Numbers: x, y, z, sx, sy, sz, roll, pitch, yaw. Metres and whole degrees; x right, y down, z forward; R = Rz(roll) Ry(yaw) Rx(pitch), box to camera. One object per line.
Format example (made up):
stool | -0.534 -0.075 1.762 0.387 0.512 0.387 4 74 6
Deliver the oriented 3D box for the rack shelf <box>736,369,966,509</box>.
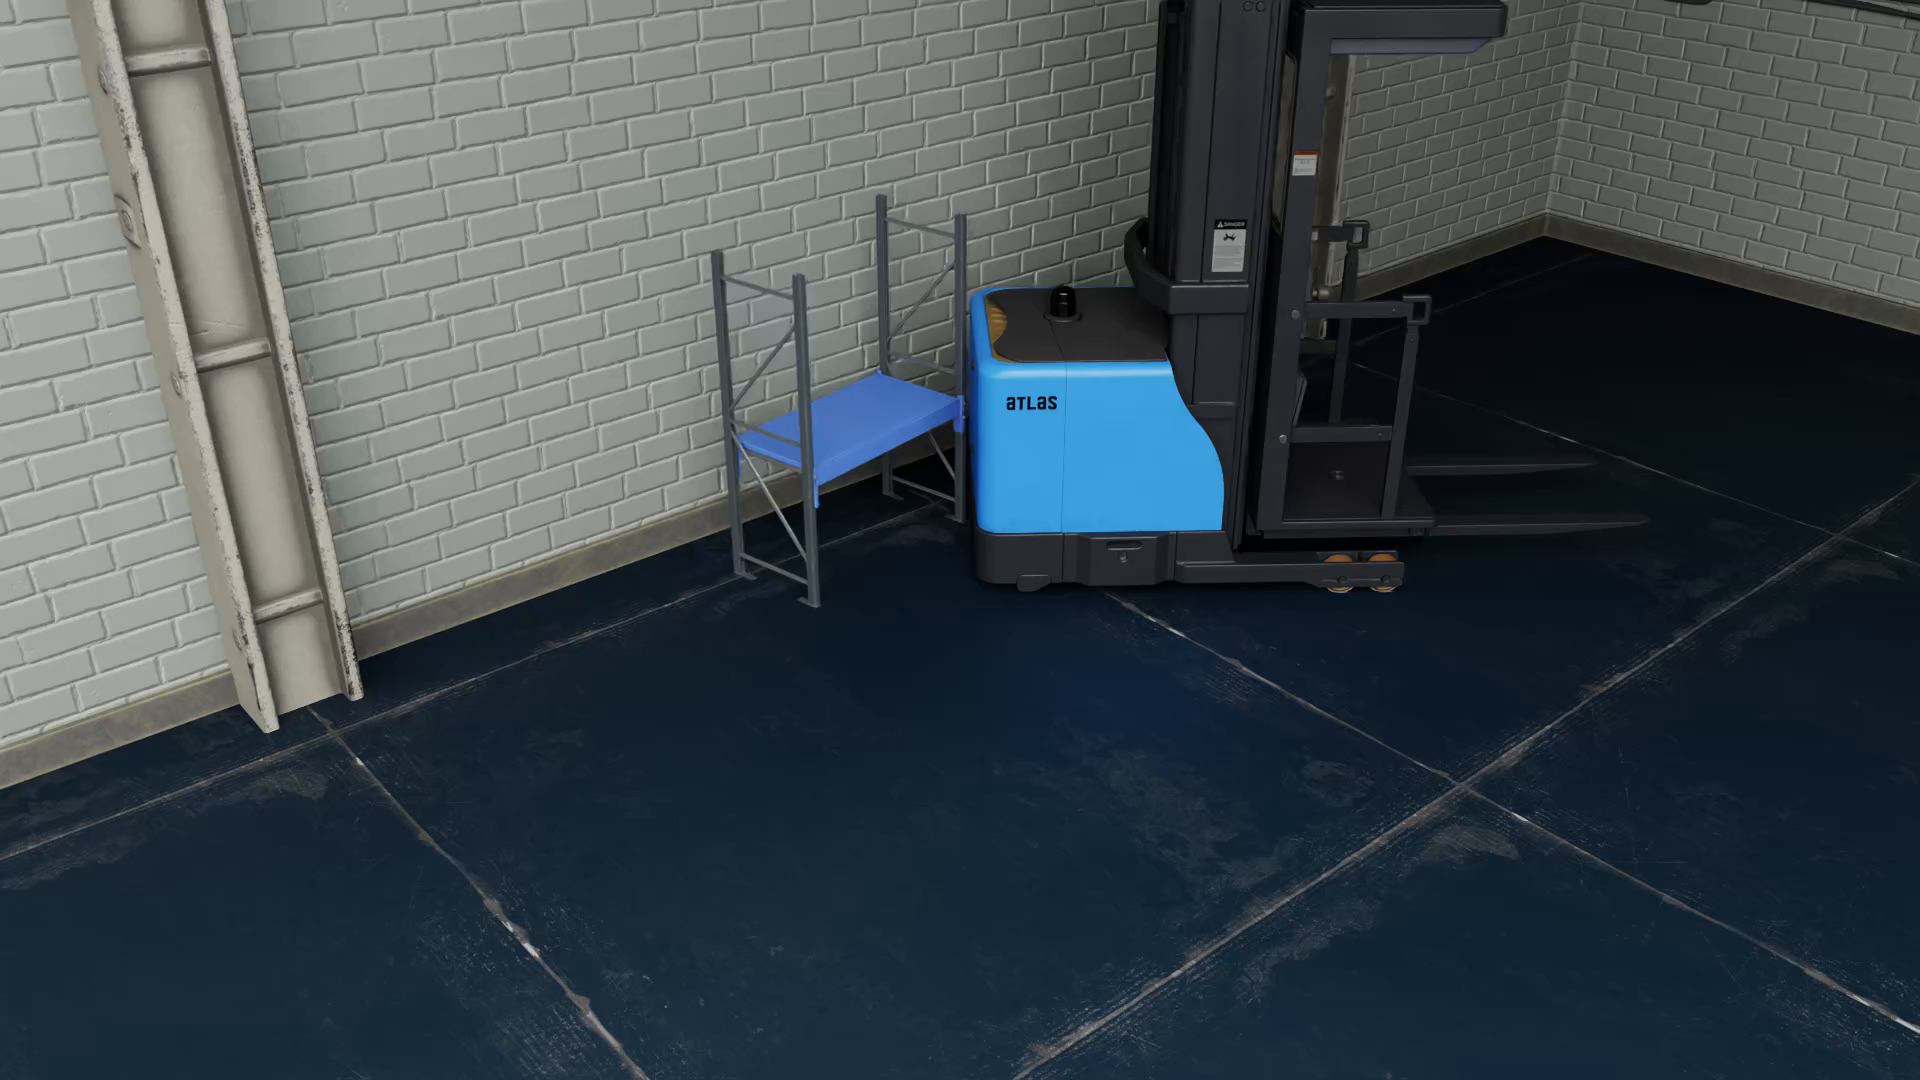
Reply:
rack shelf | -0.493 -0.471 7.422 0.538 0.185 1.000 21 34 33

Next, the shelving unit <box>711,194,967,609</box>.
shelving unit | -0.493 -0.630 7.338 0.538 1.500 1.048 21 34 33

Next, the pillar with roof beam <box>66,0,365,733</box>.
pillar with roof beam | 0.187 -1.800 1.571 0.400 9.000 9.100 -22 35 -35

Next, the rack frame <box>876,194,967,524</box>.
rack frame | -0.175 -0.817 7.688 0.500 1.500 0.032 21 34 33

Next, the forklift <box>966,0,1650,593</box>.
forklift | 1.561 -1.309 7.090 3.031 2.935 1.130 -1 28 -2

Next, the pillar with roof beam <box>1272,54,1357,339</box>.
pillar with roof beam | 4.752 -3.636 5.005 0.400 9.000 9.100 -22 35 -35

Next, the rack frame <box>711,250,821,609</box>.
rack frame | -0.810 -0.443 6.988 0.500 1.500 0.032 21 34 33
